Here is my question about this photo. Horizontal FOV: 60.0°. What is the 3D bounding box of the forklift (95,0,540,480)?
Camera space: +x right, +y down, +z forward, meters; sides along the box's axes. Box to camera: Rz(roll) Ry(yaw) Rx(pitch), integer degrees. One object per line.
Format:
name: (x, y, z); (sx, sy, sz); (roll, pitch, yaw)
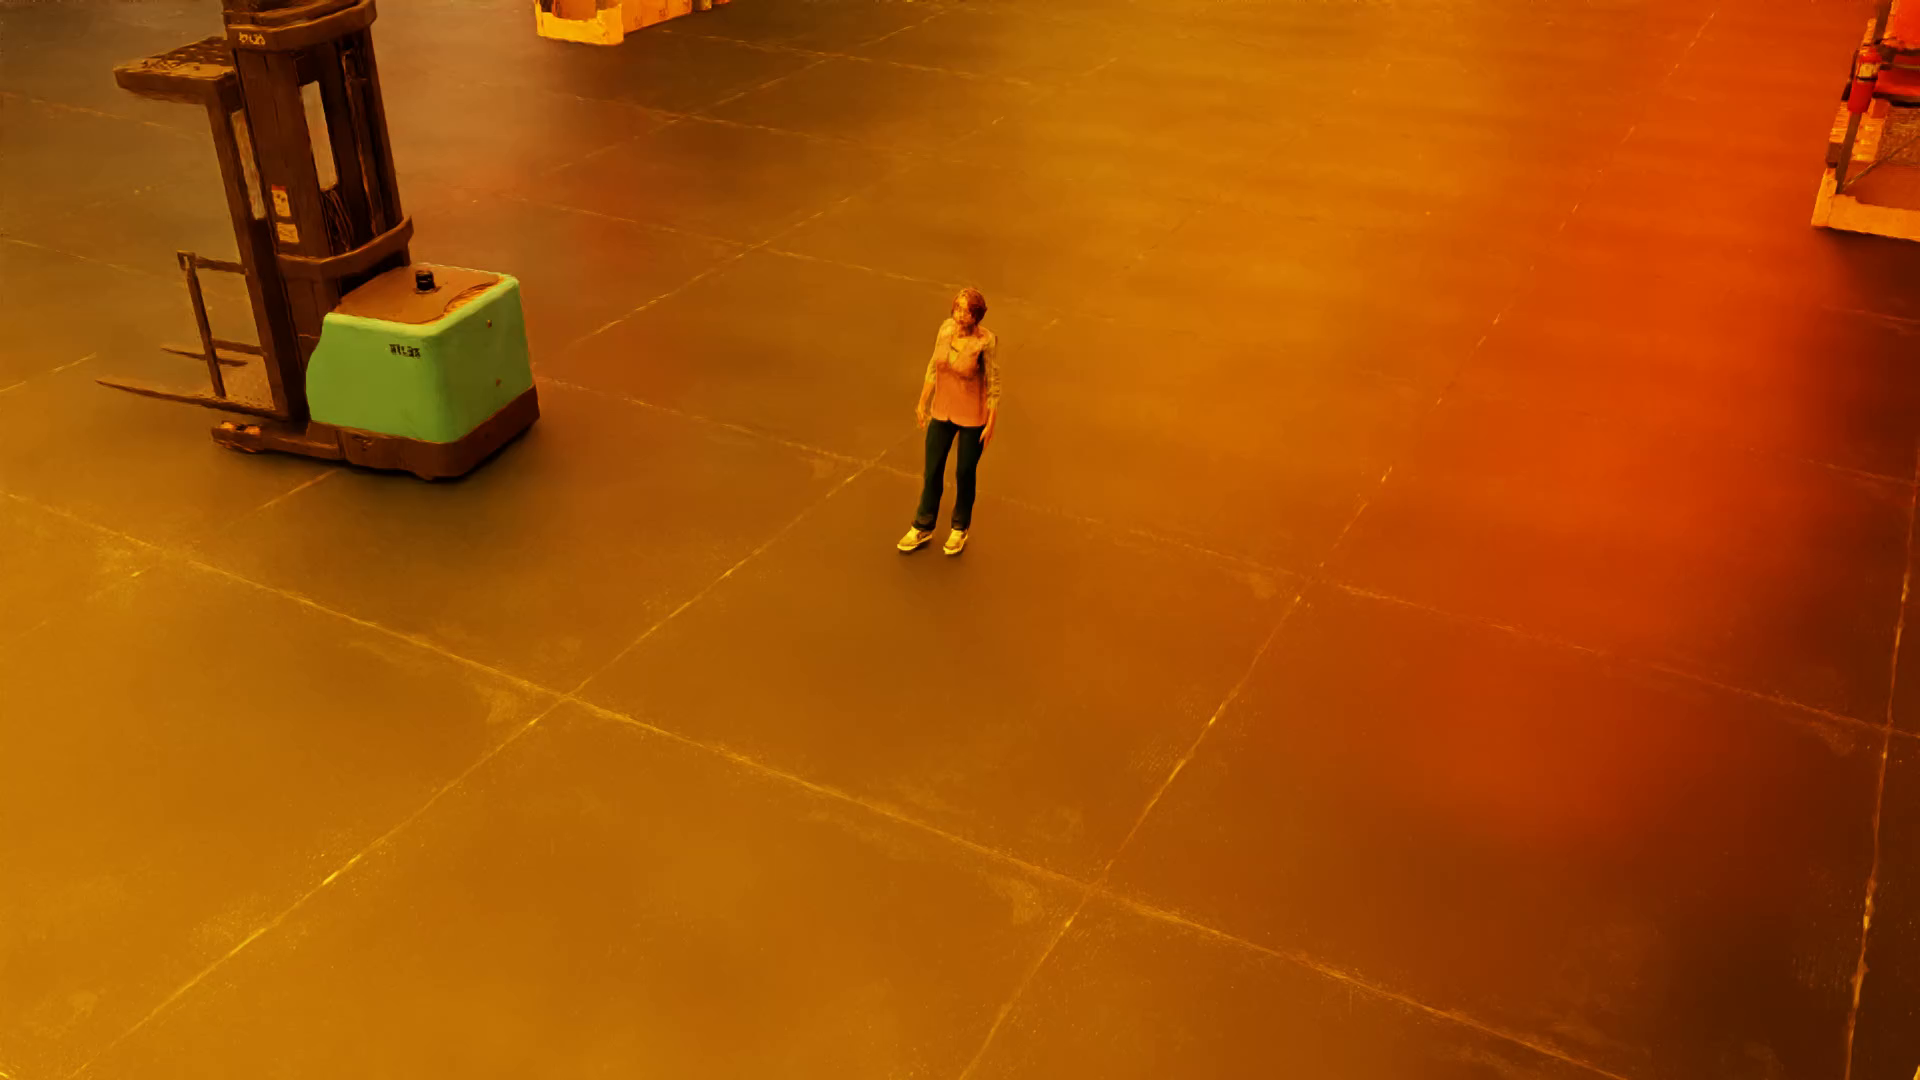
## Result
forklift: (-4.435, -2.088, 10.689); (3.031, 2.935, 1.130); (10, 31, 17)

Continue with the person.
person: (-0.048, -0.669, 9.550); (0.520, 1.597, 0.474); (15, 33, 25)
